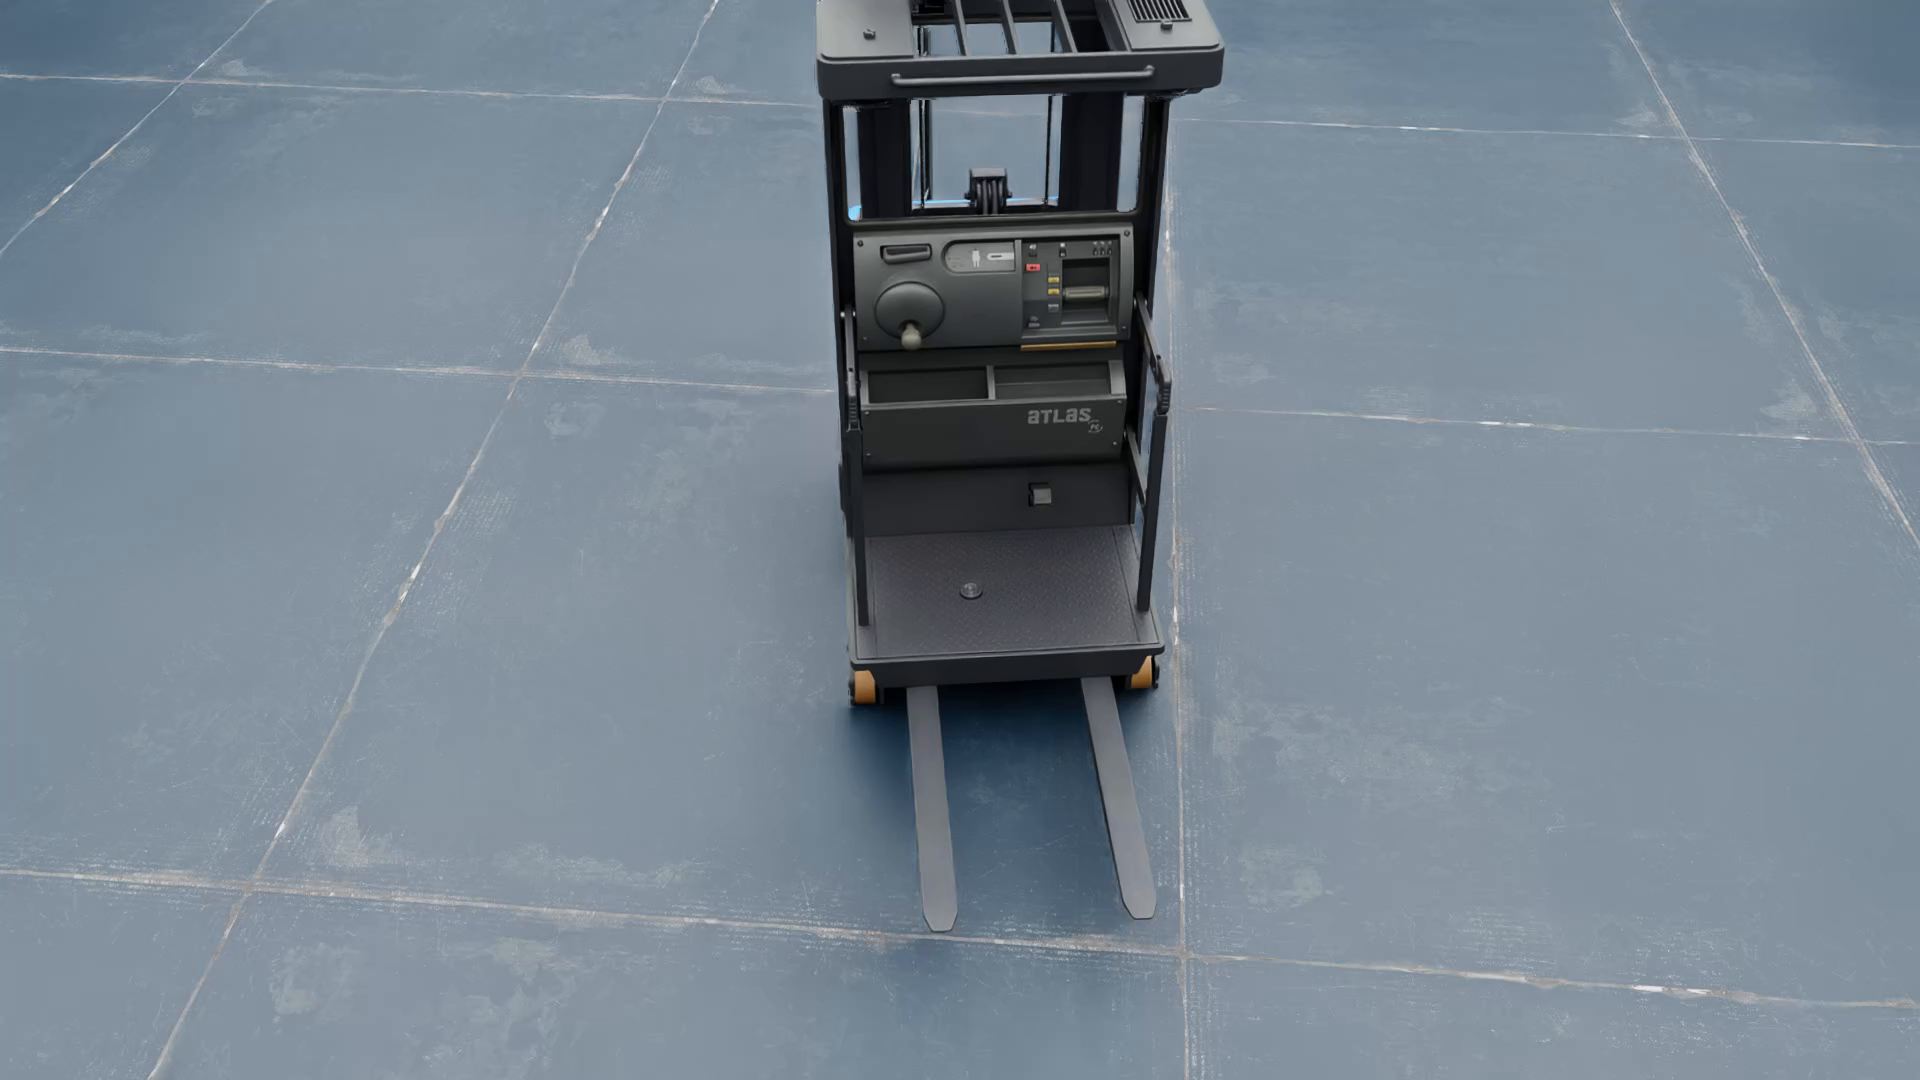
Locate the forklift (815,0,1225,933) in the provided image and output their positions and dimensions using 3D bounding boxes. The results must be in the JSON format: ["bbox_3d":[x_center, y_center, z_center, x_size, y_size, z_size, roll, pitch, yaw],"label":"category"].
[{"bbox_3d":[0.133,-0.764,5.367,1.130,2.935,3.031,-3,39,-3],"label":"forklift"}]

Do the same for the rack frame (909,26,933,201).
[{"bbox_3d":[-0.183,-1.438,7.329,0.032,1.500,0.500,6,40,8],"label":"rack frame"}]

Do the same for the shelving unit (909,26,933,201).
[{"bbox_3d":[0.317,-1.381,7.259,1.048,1.500,0.538,6,40,8],"label":"shelving unit"}]
